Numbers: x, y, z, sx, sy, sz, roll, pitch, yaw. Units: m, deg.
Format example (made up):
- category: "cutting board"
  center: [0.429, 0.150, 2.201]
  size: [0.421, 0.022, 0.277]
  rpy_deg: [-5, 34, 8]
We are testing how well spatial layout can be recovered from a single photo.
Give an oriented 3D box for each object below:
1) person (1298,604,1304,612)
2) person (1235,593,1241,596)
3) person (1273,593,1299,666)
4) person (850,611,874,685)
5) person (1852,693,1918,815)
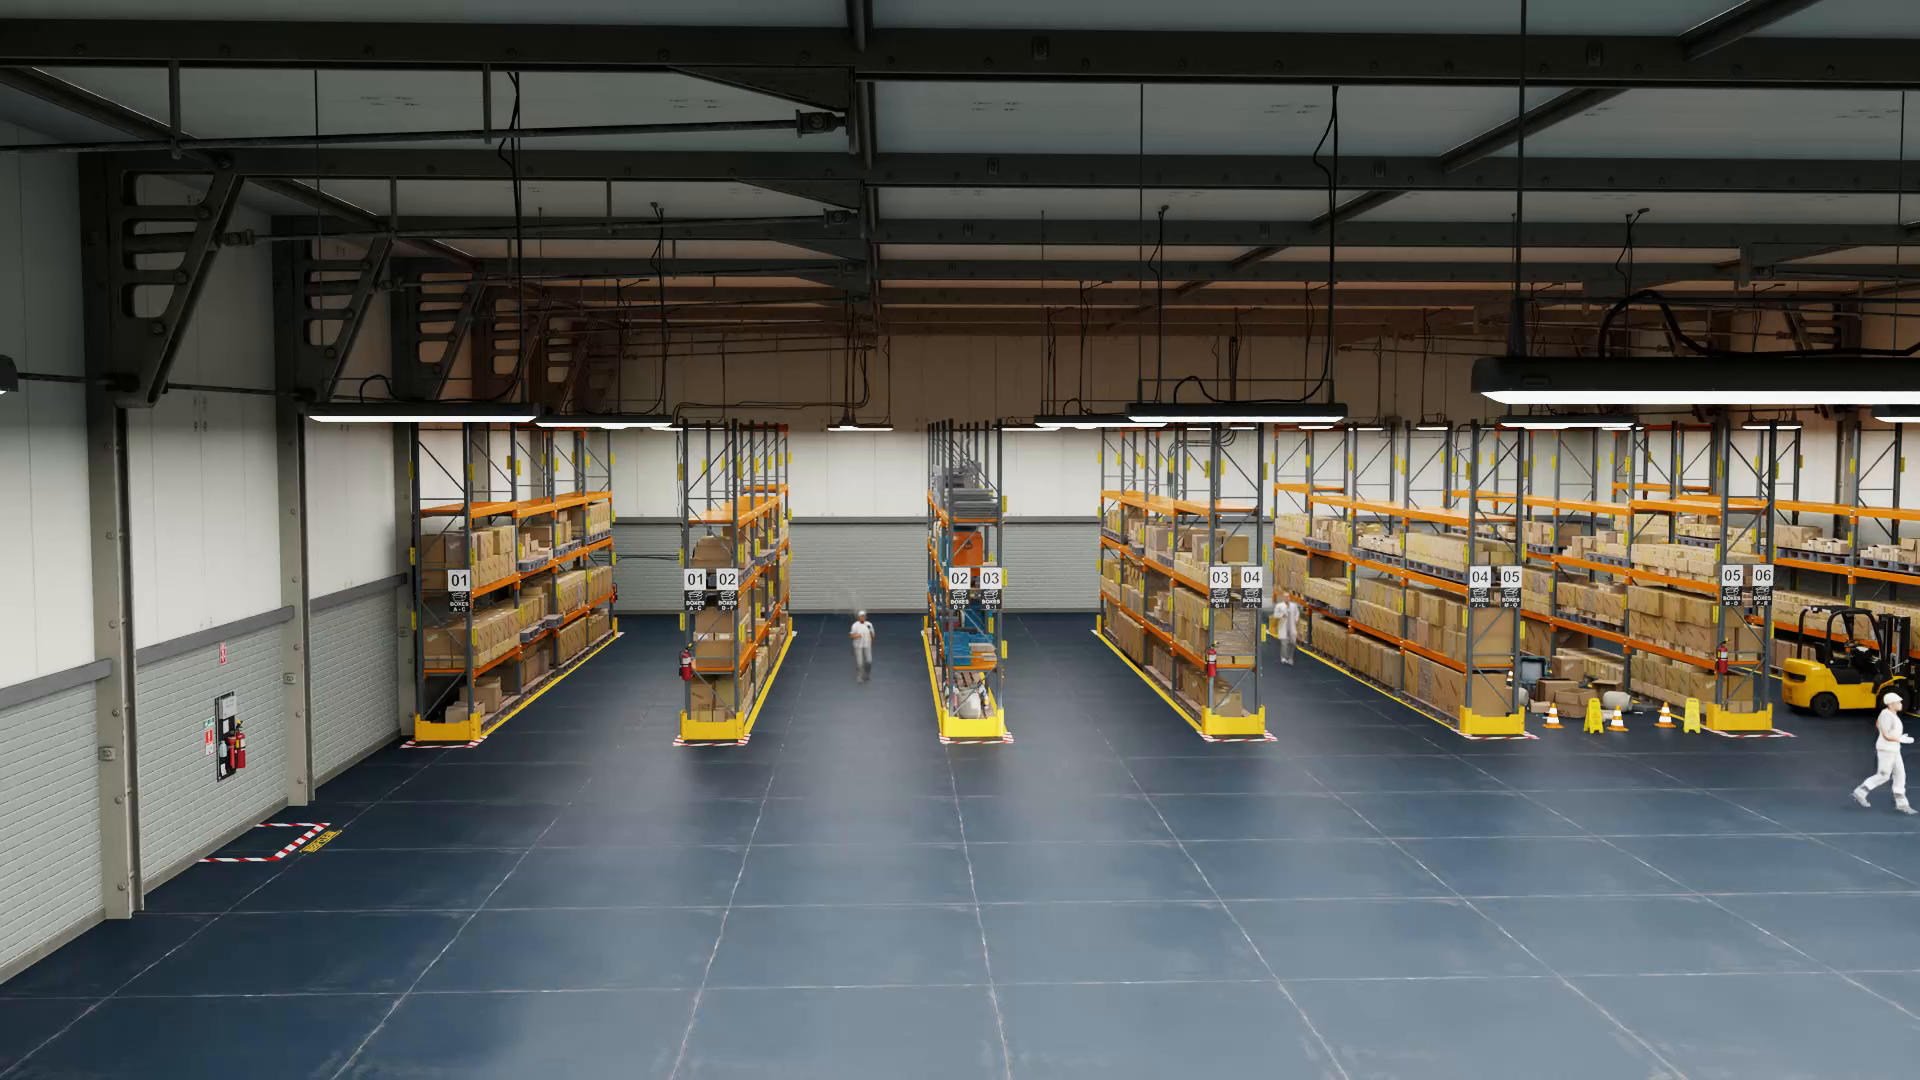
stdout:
- category: "person"
  center: [10.187, 1.768, 49.101]
  size: [0.573, 1.647, 0.617]
  rpy_deg: [0, 4, 0]
- category: "person"
  center: [7.707, 1.851, 46.803]
  size: [0.702, 1.729, 0.716]
  rpy_deg: [0, 4, -5]
- category: "person"
  center: [8.097, 2.213, 41.131]
  size: [0.688, 1.813, 0.755]
  rpy_deg: [0, 4, -2]
- category: "person"
  center: [-2.213, 2.474, 37.972]
  size: [0.586, 1.695, 0.660]
  rpy_deg: [-1, 4, -12]
- category: "person"
  center: [14.025, 3.208, 25.154]
  size: [0.883, 1.807, 0.682]
  rpy_deg: [3, 5, 38]
